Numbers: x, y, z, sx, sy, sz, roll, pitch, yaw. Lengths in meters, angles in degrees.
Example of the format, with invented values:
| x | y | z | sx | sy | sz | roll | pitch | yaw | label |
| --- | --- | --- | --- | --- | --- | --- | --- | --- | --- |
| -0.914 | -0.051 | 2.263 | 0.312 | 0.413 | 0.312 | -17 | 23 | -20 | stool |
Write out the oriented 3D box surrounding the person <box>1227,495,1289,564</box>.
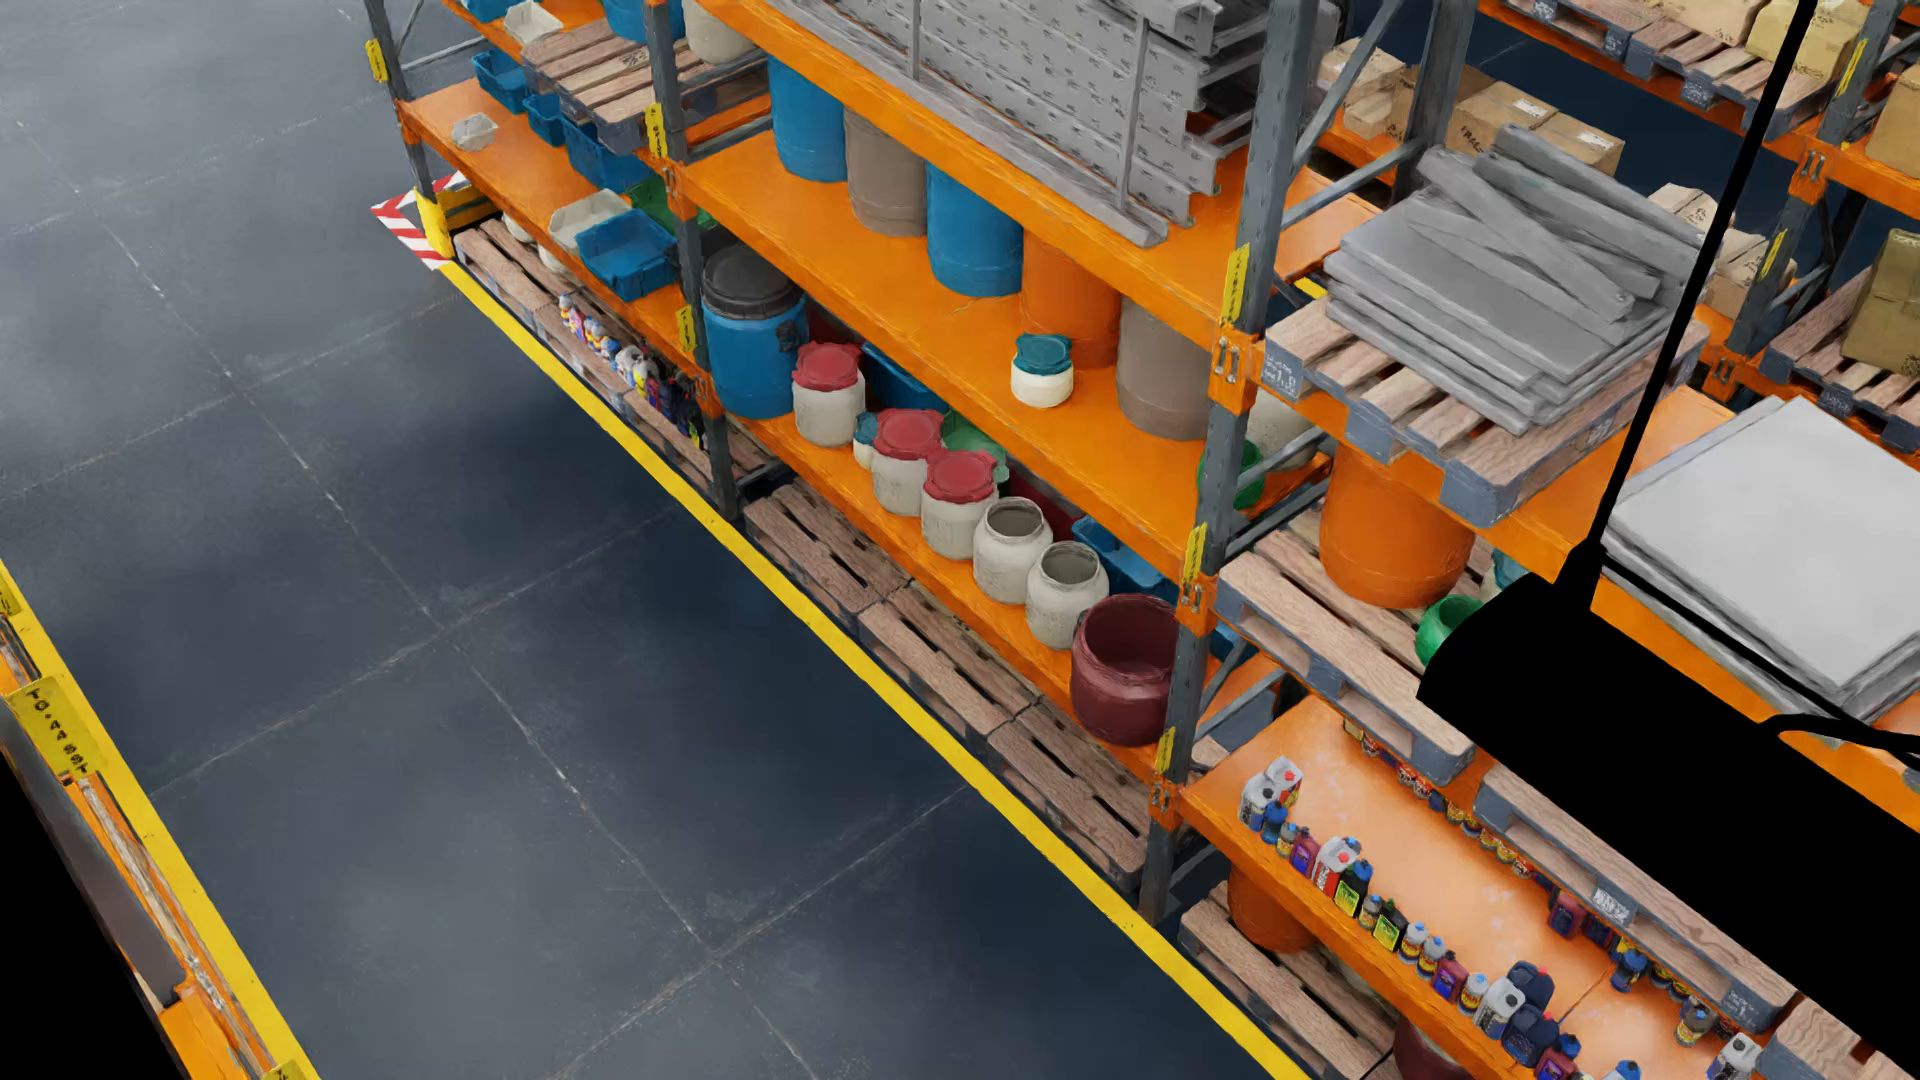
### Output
| x | y | z | sx | sy | sz | roll | pitch | yaw | label |
| --- | --- | --- | --- | --- | --- | --- | --- | --- | --- |
| 1.774 | -0.489 | 10.213 | 0.594 | 1.786 | 0.443 | 15 | 48 | 14 | person |
